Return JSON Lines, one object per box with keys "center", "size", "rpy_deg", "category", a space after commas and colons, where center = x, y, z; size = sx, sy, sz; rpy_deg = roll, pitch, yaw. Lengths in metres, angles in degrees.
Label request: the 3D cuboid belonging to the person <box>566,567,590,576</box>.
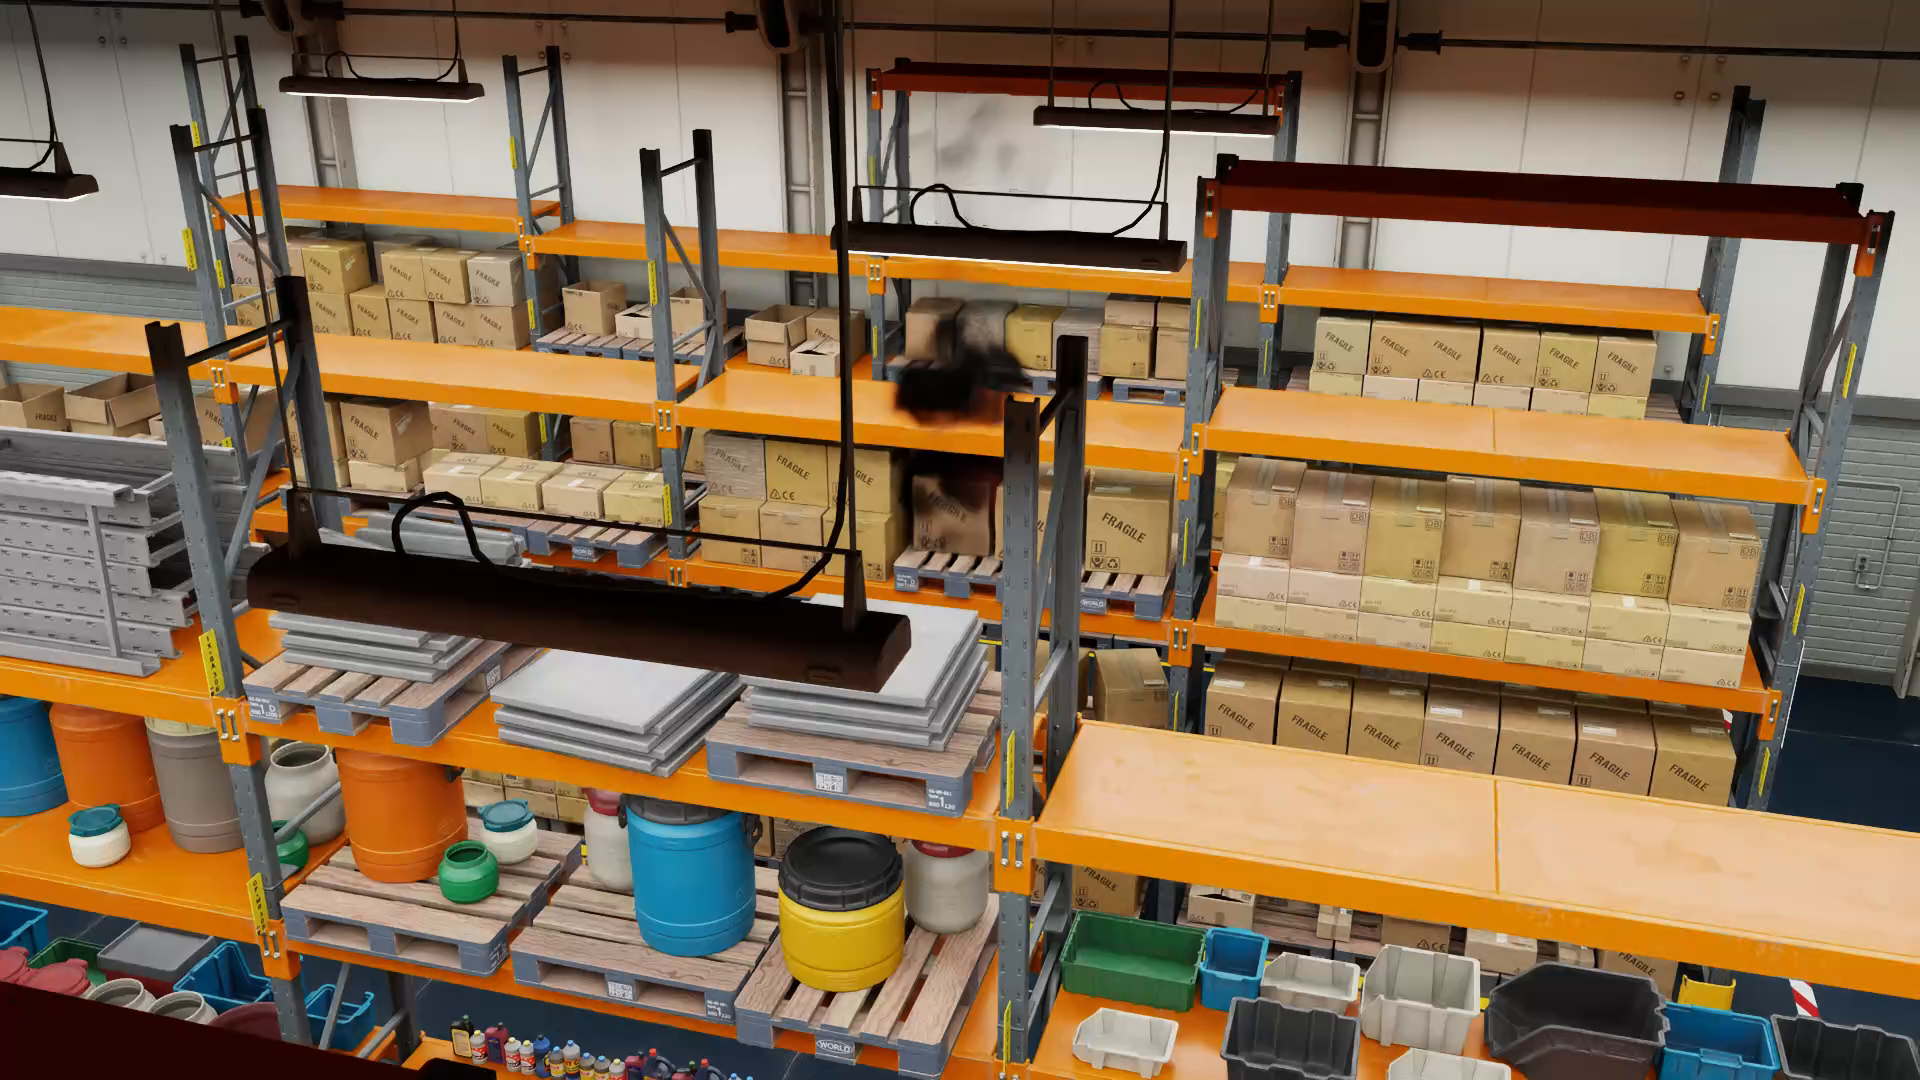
{"center": [-3.734, 0.933, 16.443], "size": [0.708, 1.607, 0.597], "rpy_deg": [7, 24, 17], "category": "person"}
